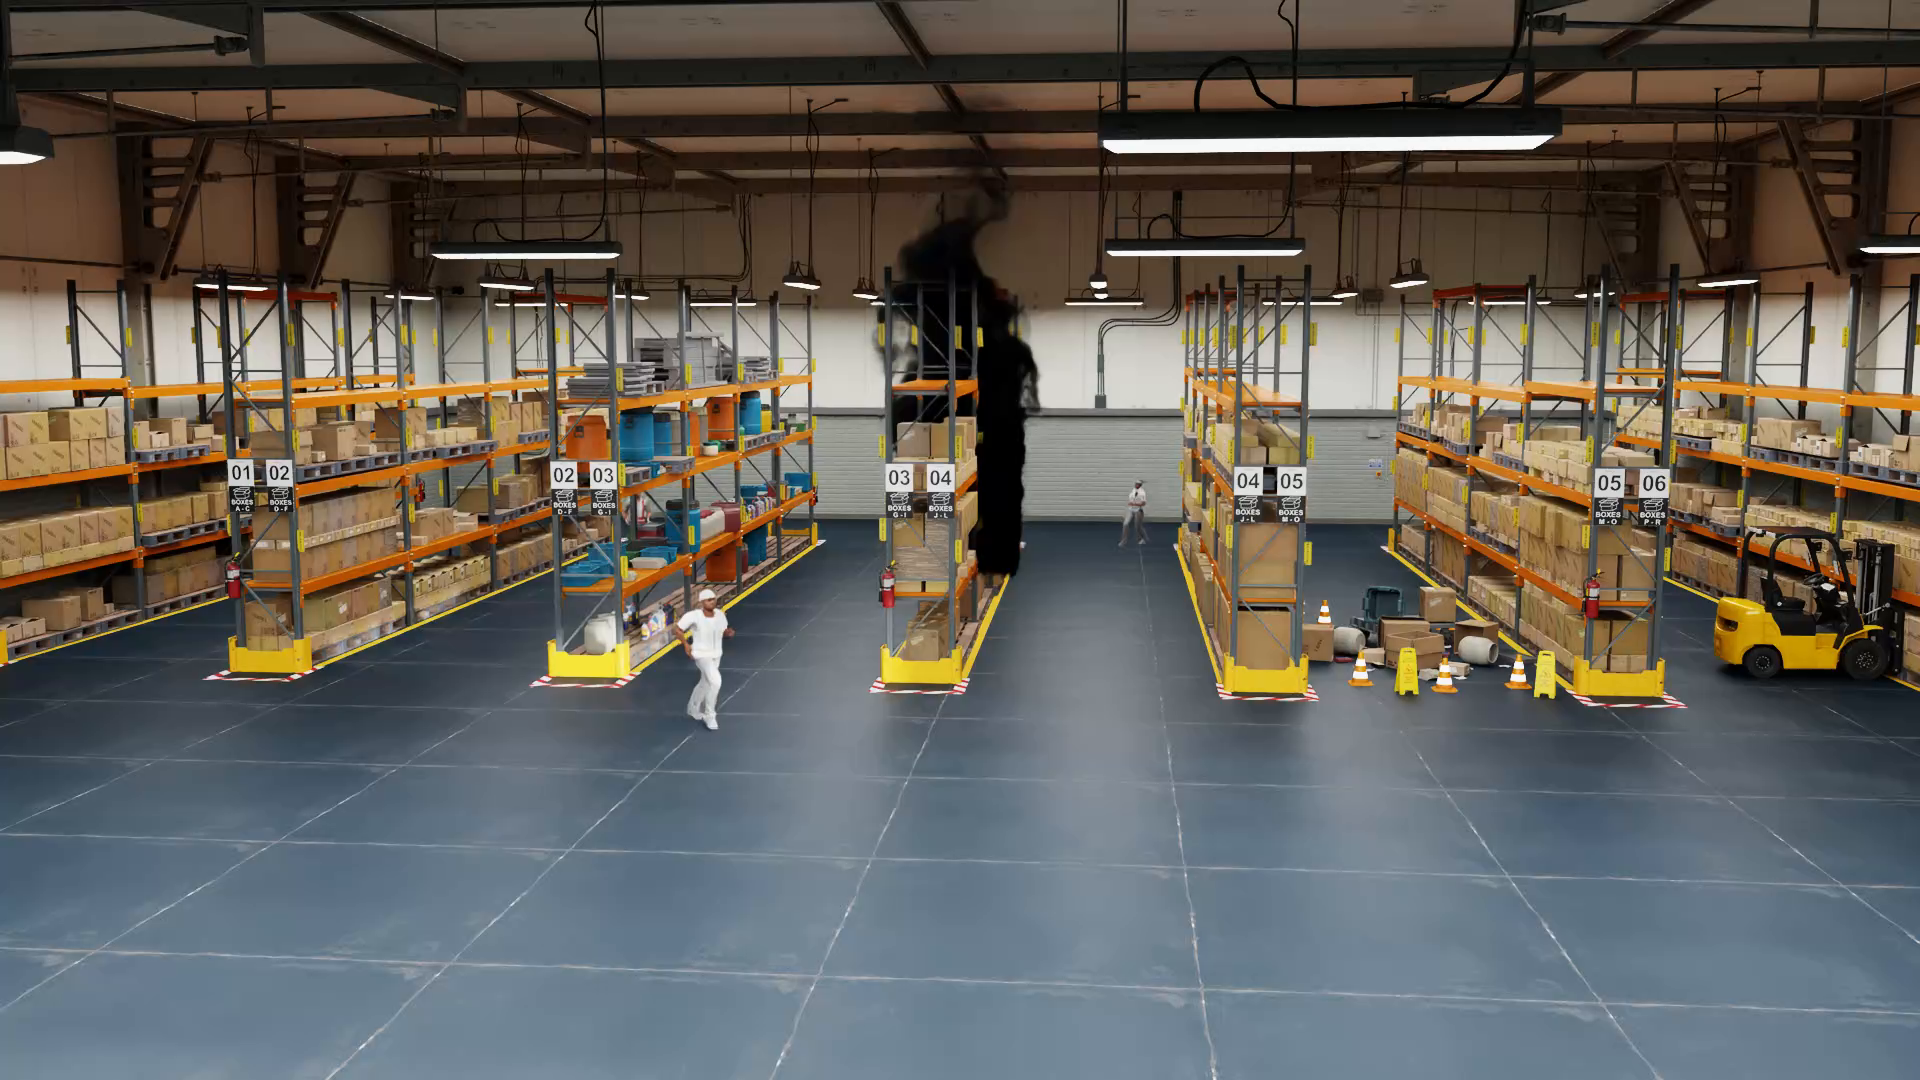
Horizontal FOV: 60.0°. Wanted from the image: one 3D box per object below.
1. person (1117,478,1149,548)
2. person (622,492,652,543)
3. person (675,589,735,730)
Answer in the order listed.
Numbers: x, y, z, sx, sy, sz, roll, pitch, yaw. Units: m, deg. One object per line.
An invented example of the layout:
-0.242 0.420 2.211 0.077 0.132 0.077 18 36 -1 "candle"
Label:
4.240 -0.664 39.851 0.868 1.682 0.610 -5 9 -36 "person"
-7.124 -0.316 36.690 0.646 1.743 0.638 -1 7 -10 "person"
-3.257 1.538 21.524 0.766 1.835 0.661 5 9 37 "person"
